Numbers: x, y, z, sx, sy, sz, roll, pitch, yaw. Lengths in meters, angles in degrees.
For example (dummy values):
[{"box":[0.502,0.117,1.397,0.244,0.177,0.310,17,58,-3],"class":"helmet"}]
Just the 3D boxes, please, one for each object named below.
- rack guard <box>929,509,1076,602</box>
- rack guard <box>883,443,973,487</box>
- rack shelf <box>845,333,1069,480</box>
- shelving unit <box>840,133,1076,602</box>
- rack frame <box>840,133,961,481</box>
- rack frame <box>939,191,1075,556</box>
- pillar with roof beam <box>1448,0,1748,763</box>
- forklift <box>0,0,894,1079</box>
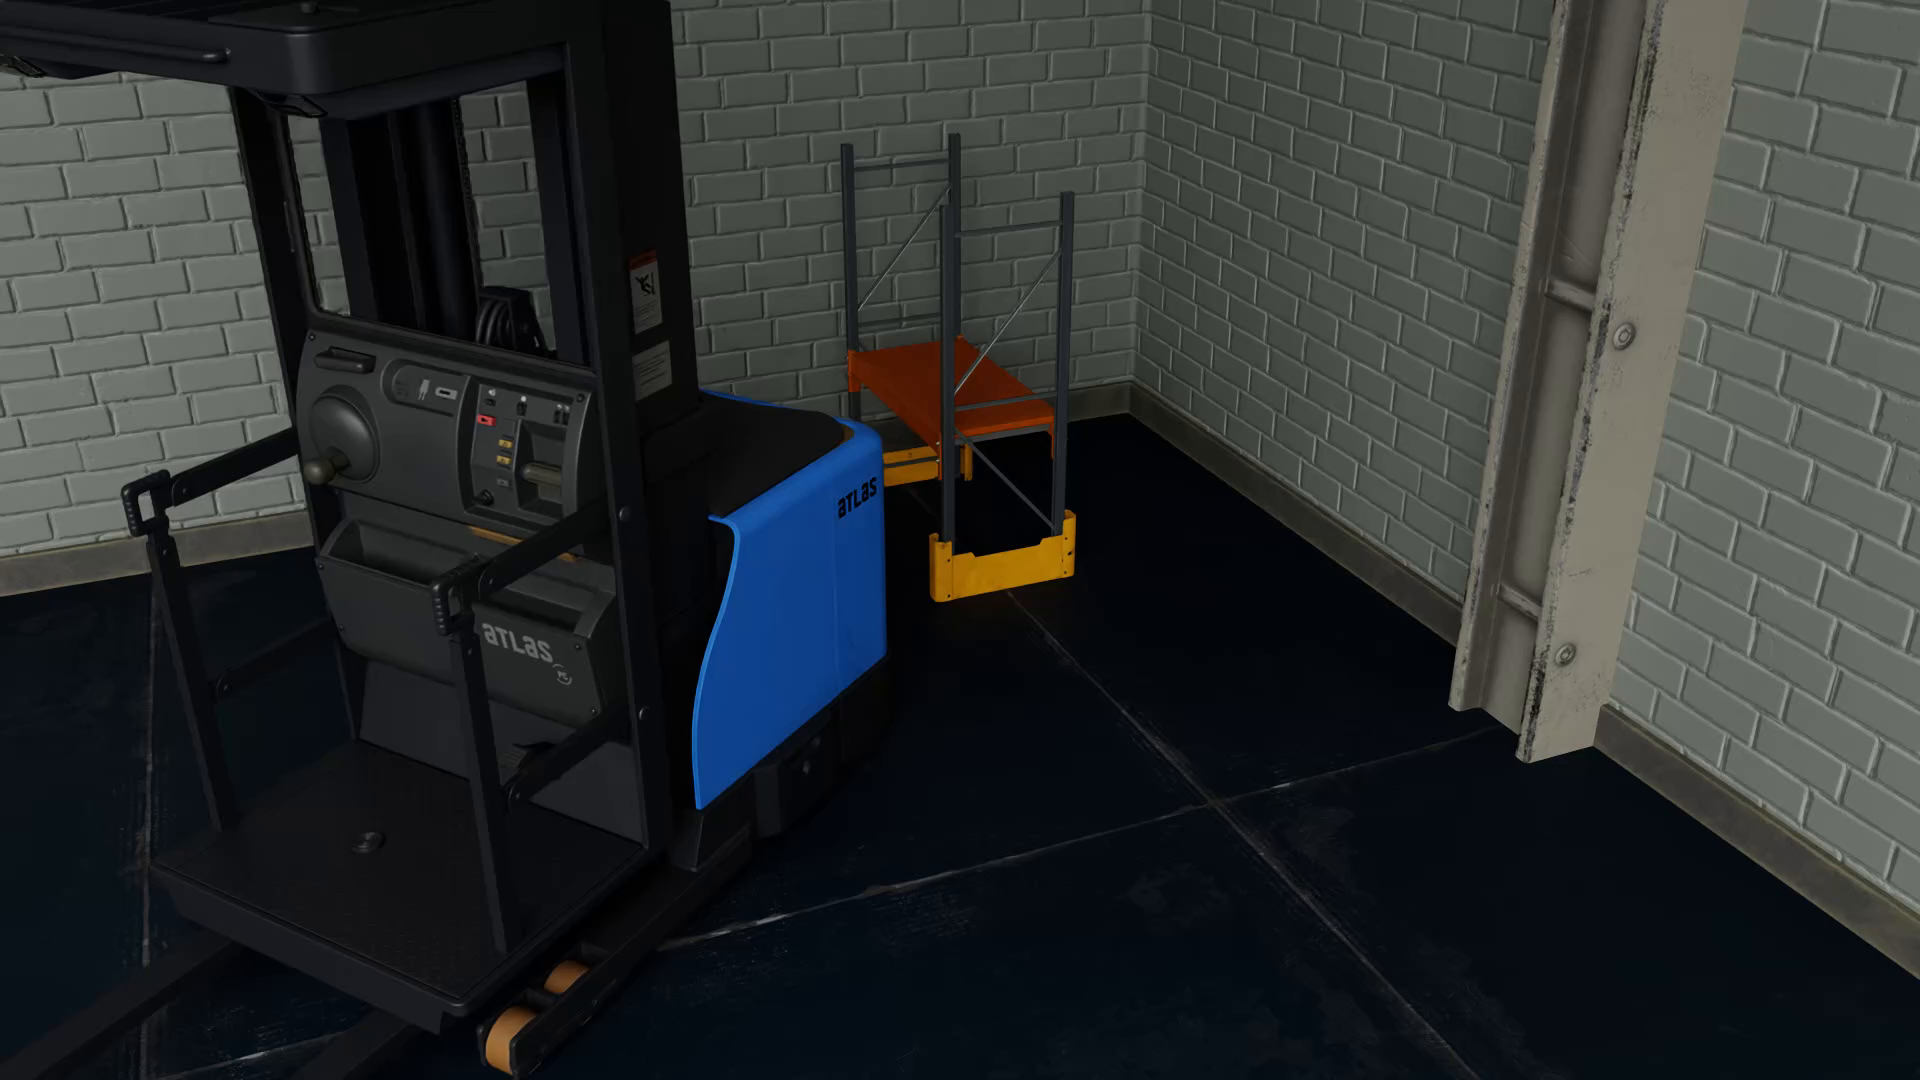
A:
[{"box":[0.165,0.058,6.346,0.587,0.250,0.087,-11,28,-21],"class":"rack guard"},{"box":[-0.225,-0.344,7.170,0.587,0.250,0.087,-11,28,-21],"class":"rack guard"},{"box":[-0.033,-0.547,6.570,0.538,0.185,1.000,-11,28,-21],"class":"rack shelf"},{"box":[-0.030,-0.705,6.484,0.587,1.500,1.083,-11,28,-21],"class":"shelving unit"},{"box":[-0.232,-0.914,6.912,0.500,1.500,0.032,-11,28,-21],"class":"rack frame"},{"box":[0.166,-0.503,6.071,0.500,1.500,0.032,-11,28,-21],"class":"rack frame"},{"box":[-2.097,-2.699,2.021,9.100,9.000,0.400,-11,28,-21],"class":"pillar with roof beam"},{"box":[-1.374,-0.235,3.891,1.130,2.935,3.031,14,29,26],"class":"forklift"}]
